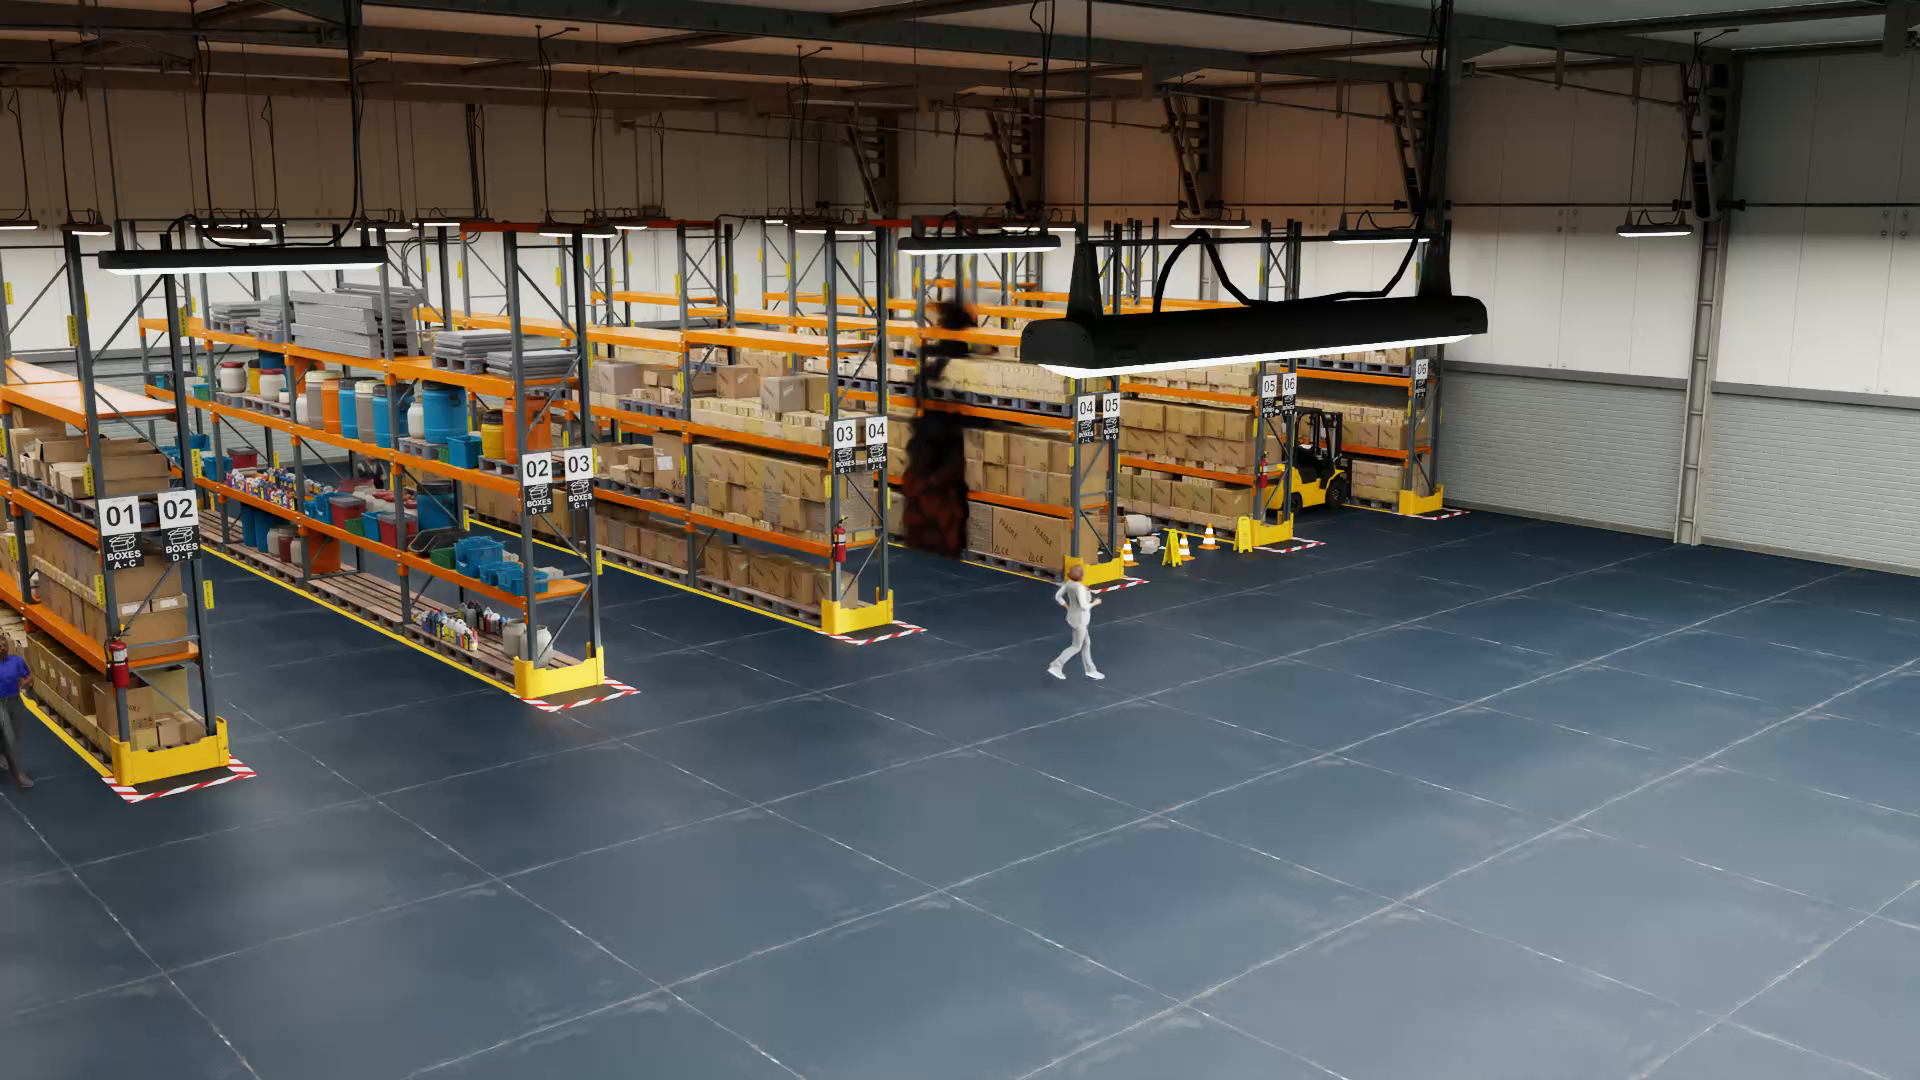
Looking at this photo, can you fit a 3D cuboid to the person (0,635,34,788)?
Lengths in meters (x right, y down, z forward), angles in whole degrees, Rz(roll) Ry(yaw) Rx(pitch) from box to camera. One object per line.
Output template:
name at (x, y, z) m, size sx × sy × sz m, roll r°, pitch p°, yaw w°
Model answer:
person at (-10.566, 1.849, 18.400) m, size 0.915 × 1.661 × 0.567 m, roll 9°, pitch 14°, yaw 37°

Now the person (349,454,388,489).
person at (-11.232, -0.857, 31.794) m, size 0.752 × 1.780 × 0.624 m, roll 8°, pitch 14°, yaw 36°

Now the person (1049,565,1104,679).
person at (1.564, 1.112, 22.181) m, size 0.844 × 1.596 × 0.538 m, roll -4°, pitch 12°, yaw -18°
